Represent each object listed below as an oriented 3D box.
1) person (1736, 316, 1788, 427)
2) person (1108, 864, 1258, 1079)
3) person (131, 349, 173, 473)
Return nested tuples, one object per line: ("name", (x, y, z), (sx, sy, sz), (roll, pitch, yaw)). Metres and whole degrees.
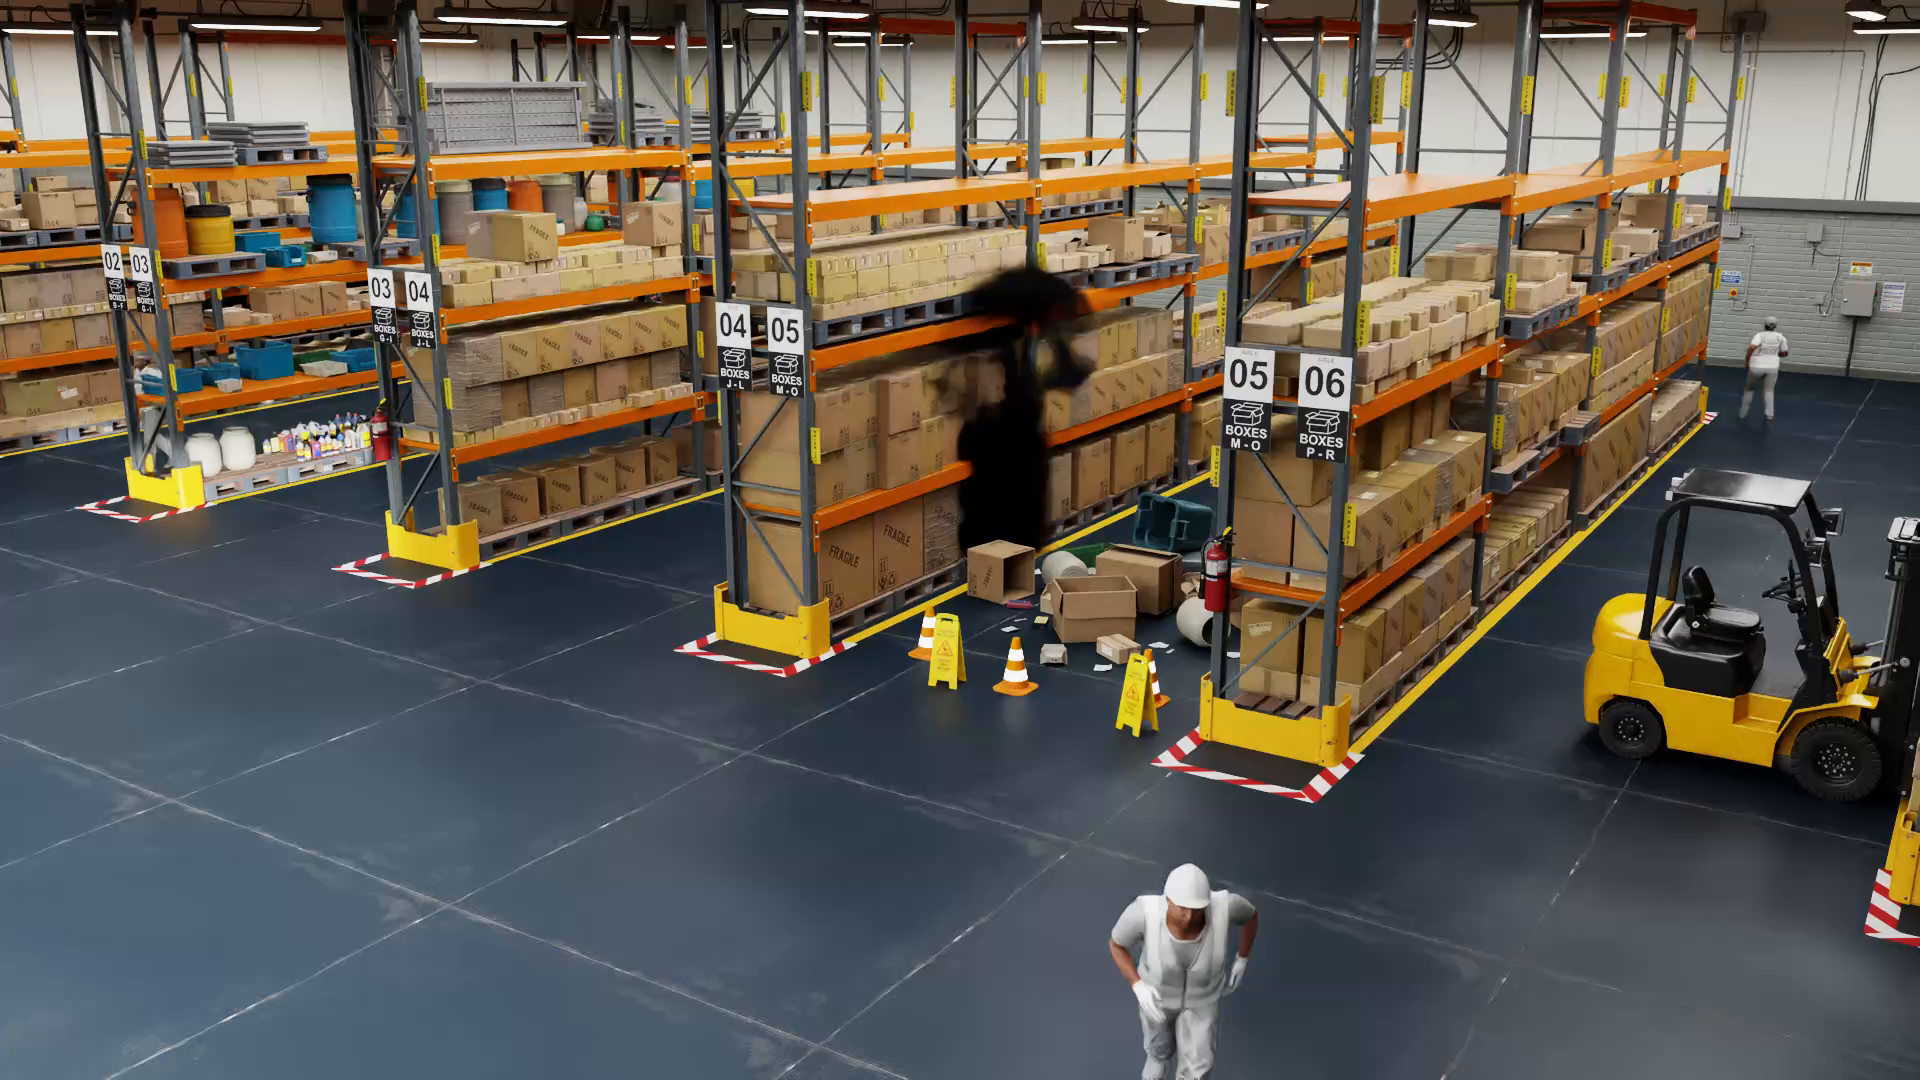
("person", (12.183, -2.551, 25.200), (0.627, 1.680, 0.902), (3, 16, 12))
("person", (1.066, 2.219, 8.142), (0.721, 1.727, 1.052), (0, 16, -1))
("person", (-10.782, -1.705, 22.202), (0.592, 1.737, 0.811), (8, 17, 26))
